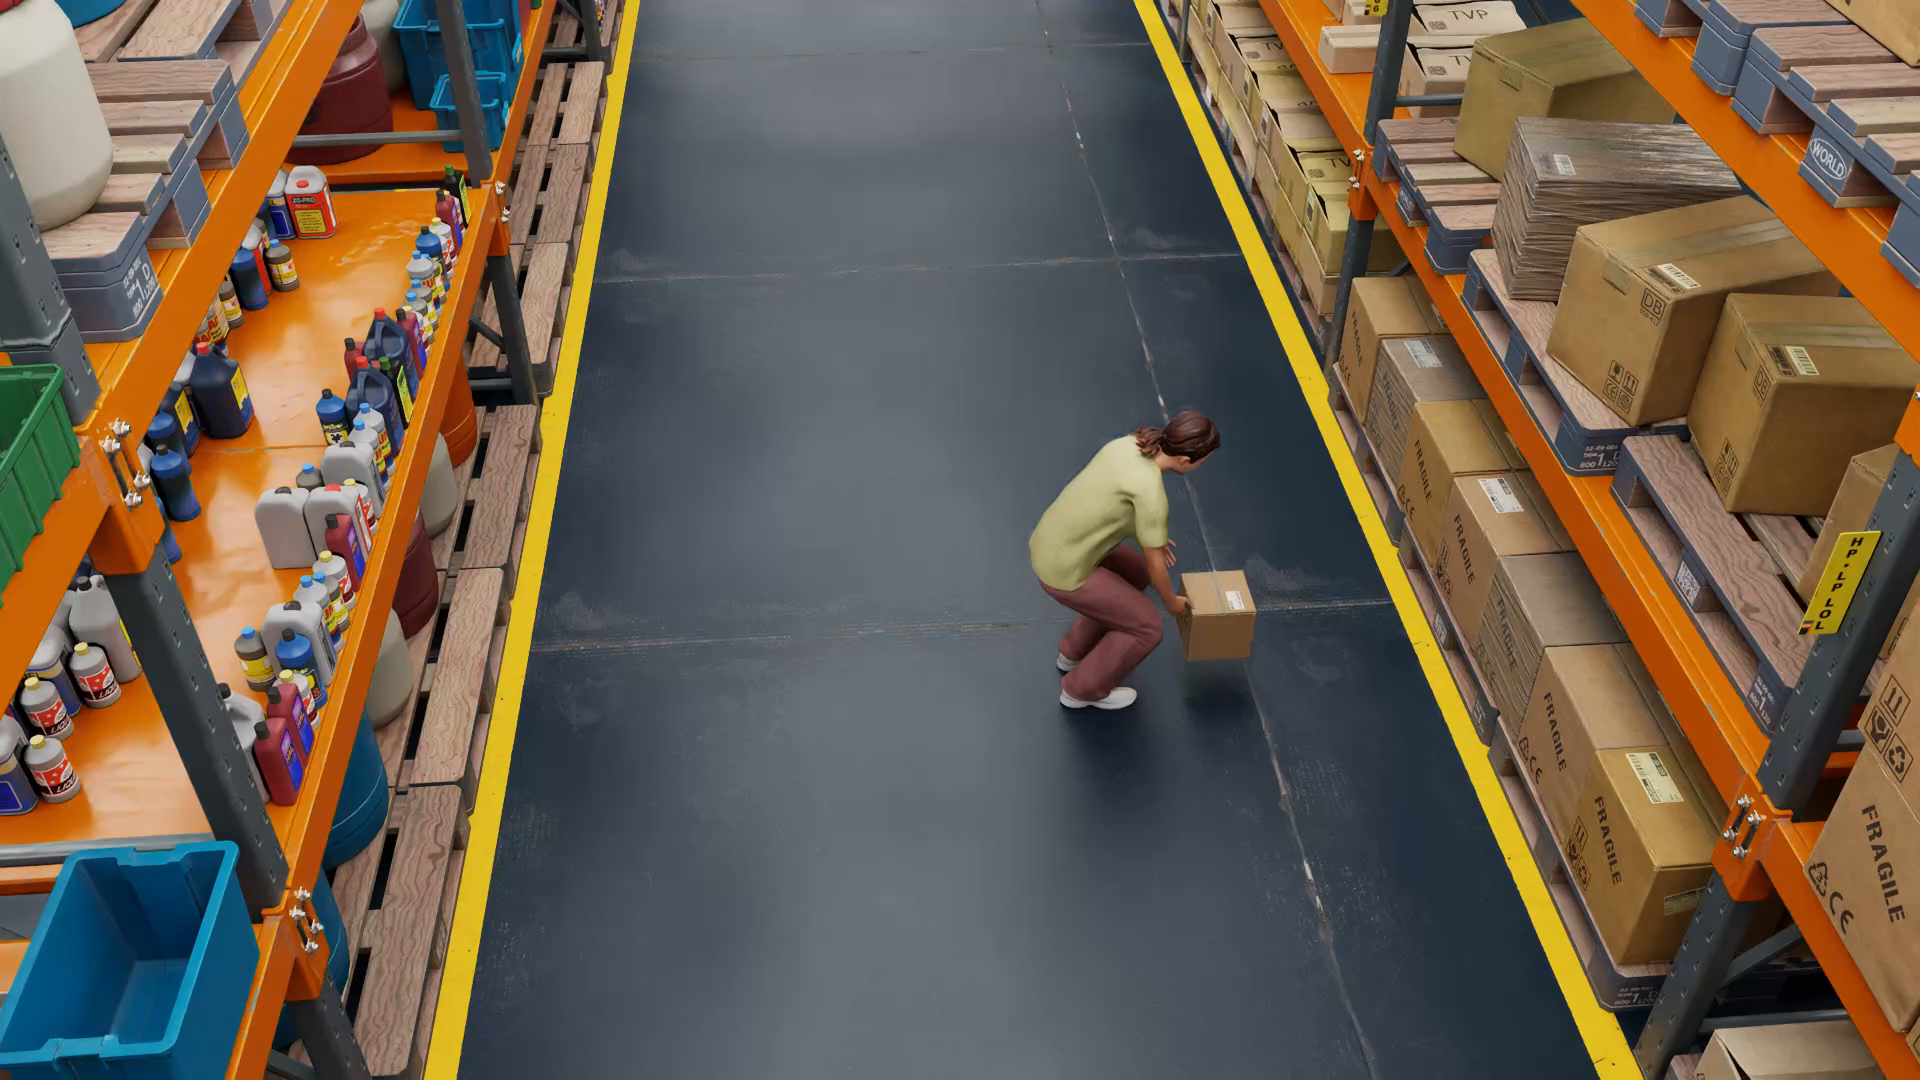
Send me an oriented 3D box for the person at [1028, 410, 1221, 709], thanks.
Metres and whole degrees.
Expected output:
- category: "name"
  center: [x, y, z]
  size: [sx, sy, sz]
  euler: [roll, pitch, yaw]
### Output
- category: "person"
  center: [0.610, 0.058, 6.402]
  size: [0.691, 1.278, 0.512]
  euler: [-3, 39, -4]
